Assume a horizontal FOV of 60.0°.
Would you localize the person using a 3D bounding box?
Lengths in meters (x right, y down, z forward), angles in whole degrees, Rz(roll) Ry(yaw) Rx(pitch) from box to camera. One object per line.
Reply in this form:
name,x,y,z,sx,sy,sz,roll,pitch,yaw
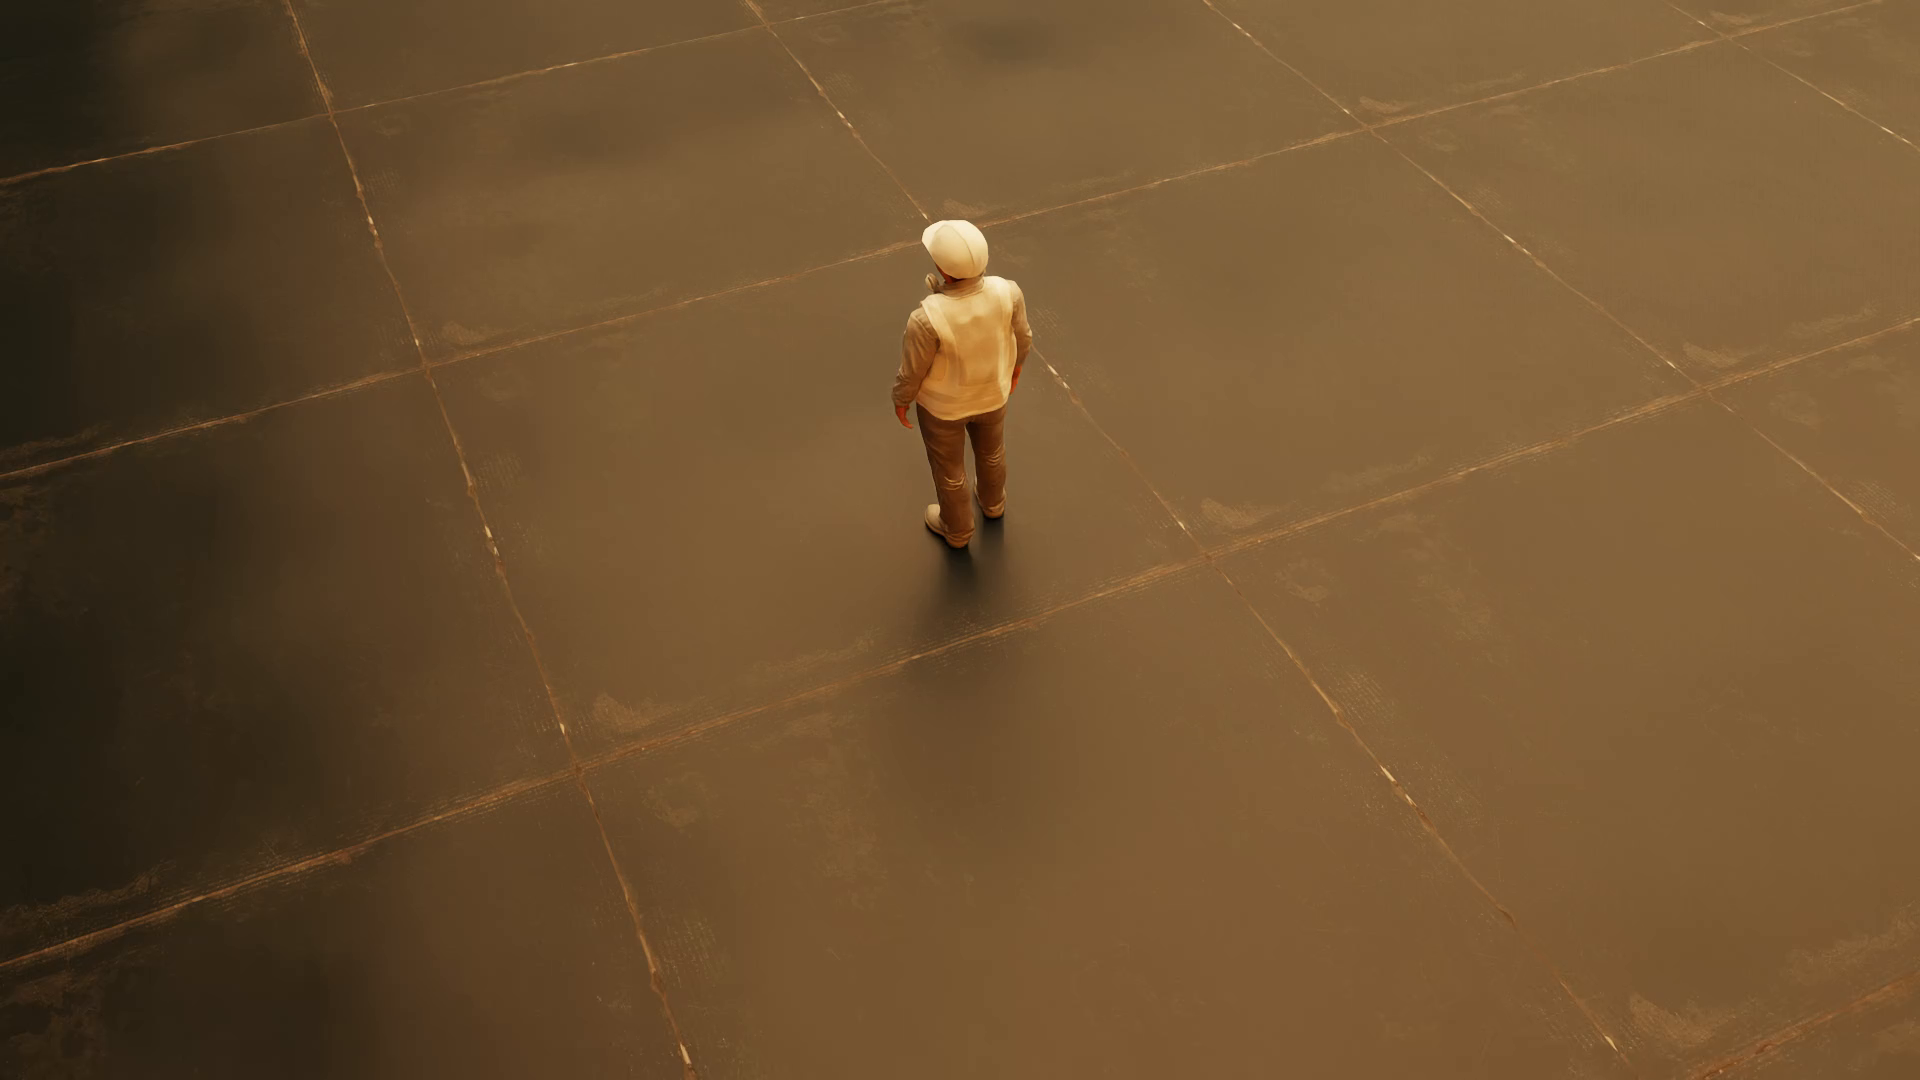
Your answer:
person,-0.020,-0.695,7.262,0.634,1.775,0.566,-18,46,-18
